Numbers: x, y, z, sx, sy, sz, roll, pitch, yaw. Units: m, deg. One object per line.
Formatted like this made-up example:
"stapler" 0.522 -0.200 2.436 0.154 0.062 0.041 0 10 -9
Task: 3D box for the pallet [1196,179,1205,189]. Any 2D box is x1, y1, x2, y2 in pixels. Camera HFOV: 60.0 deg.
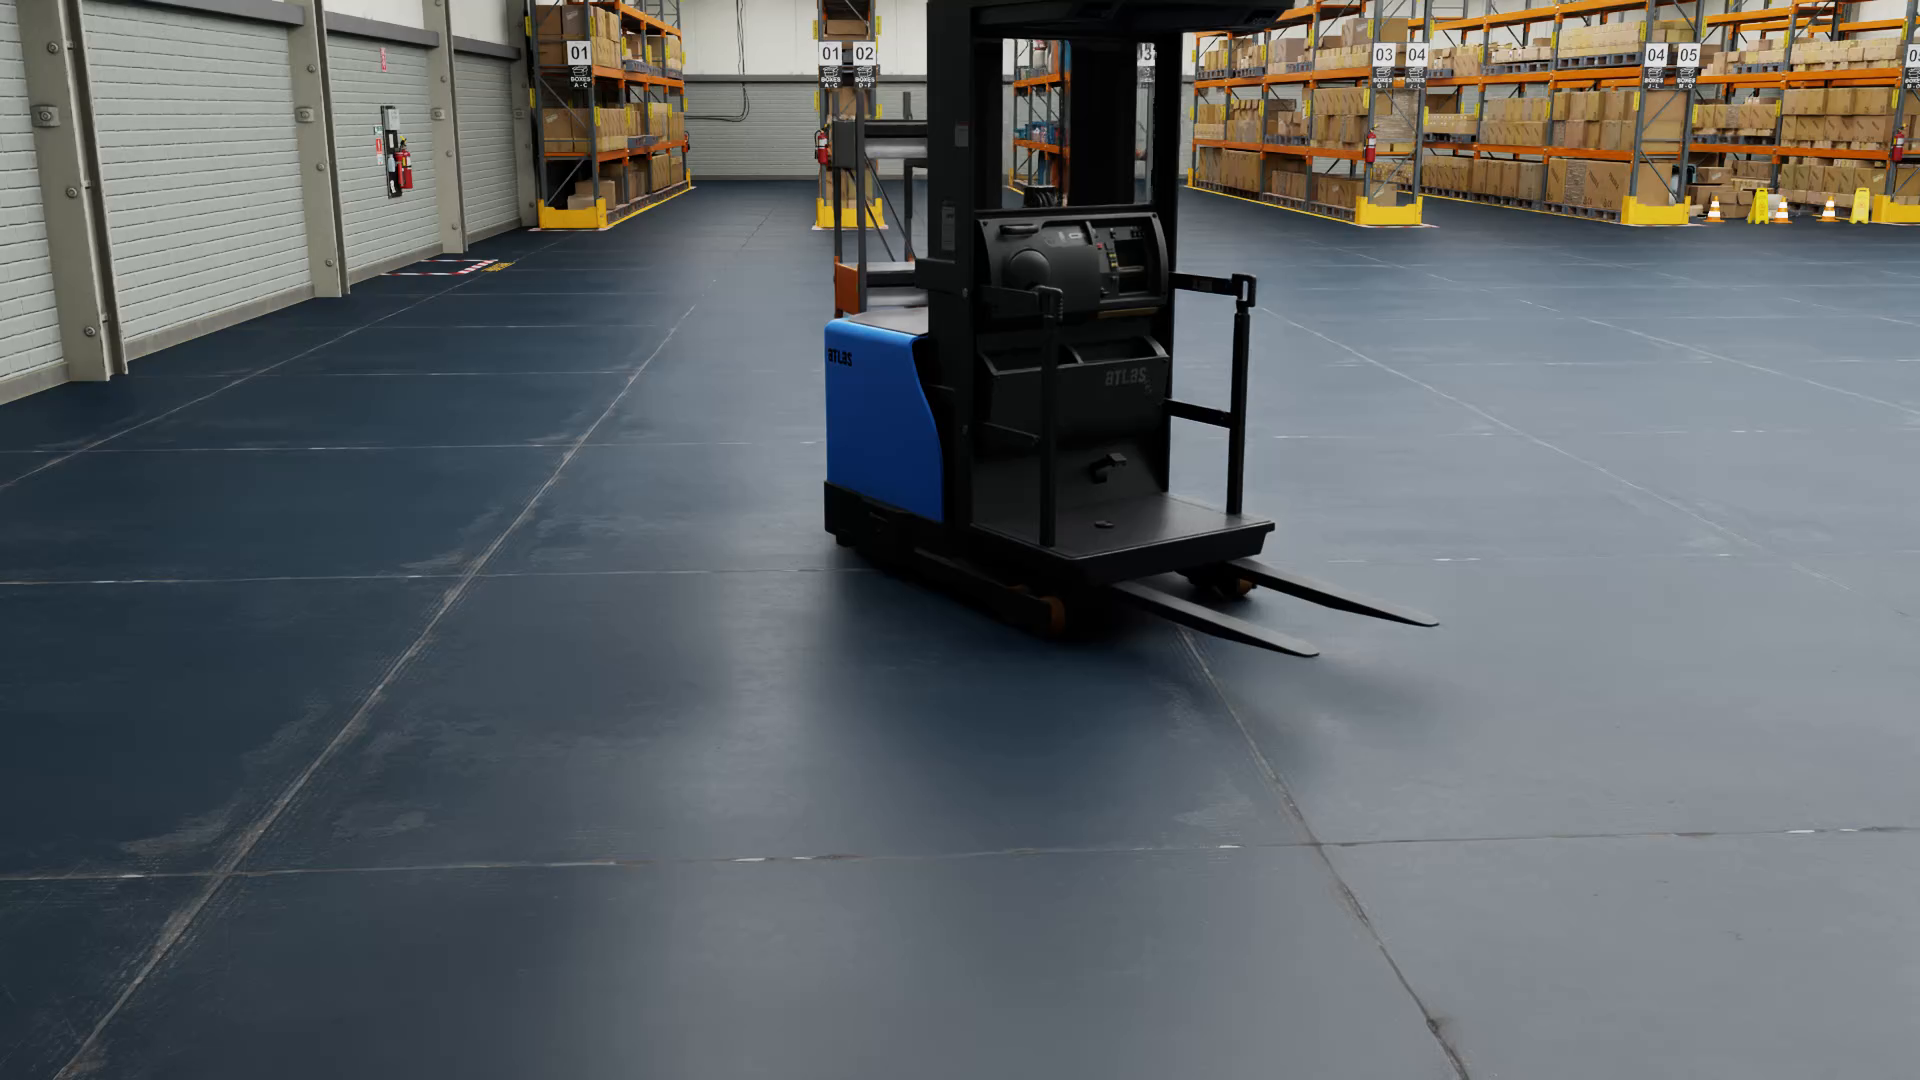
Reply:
"pallet" 7.037 -9.698 45.296 1.003 0.211 1.213 -1 14 -3

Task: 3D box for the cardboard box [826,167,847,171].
"cardboard box" -2.480 -7.101 32.774 0.500 0.500 0.500 -1 14 -3

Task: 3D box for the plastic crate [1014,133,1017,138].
"plastic crate" 1.590 -10.924 44.872 0.250 0.136 0.298 -1 14 -3

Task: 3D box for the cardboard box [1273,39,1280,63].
"cardboard box" 7.205 -10.753 36.575 0.500 0.500 0.500 -1 14 -3

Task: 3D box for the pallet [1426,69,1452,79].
"pallet" 12.046 -11.510 41.097 1.213 0.211 1.003 -1 14 -3

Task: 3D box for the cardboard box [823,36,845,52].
"cardboard box" -2.322 -9.049 30.333 0.500 0.250 0.500 -1 14 -3

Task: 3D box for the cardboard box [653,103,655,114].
"cardboard box" -7.232 -9.843 37.921 0.500 0.250 0.500 -1 14 -4

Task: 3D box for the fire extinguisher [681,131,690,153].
"fire extinguisher" -7.471 -10.844 45.055 0.296 0.674 0.183 -1 14 -3

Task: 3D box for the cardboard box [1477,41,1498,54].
"cardboard box" 12.077 -11.277 38.078 0.396 0.266 0.258 -1 14 -3

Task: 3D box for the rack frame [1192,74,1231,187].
"rack frame" 6.909 -11.246 45.717 1.000 3.000 0.127 -1 14 -3

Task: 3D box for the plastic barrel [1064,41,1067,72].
"plastic barrel" 2.421 -10.167 34.495 0.600 0.901 0.600 0 14 0

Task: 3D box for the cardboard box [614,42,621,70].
"cardboard box" -6.901 -9.421 32.362 0.500 0.500 0.500 0 14 -2

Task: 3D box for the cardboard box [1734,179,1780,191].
"cardboard box" 17.461 -7.655 36.189 0.950 0.372 0.625 0 14 0

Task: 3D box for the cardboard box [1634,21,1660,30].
"cardboard box" 12.498 -9.366 30.250 0.380 0.149 0.250 -1 14 -3

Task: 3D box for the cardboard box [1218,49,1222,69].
"cardboard box" 7.020 -12.332 42.673 0.700 0.500 0.500 0 14 -1

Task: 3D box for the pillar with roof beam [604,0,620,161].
"pillar with roof beam" -4.284 -13.155 41.094 9.100 9.000 0.400 -1 14 -3

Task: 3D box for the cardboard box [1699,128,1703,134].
"cardboard box" 17.114 -9.337 37.957 0.380 0.149 0.250 -2 15 -7

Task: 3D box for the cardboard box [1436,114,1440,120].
"cardboard box" 11.760 -10.246 40.297 0.380 0.149 0.250 0 14 -1

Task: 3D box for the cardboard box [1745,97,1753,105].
"cardboard box" 17.193 -9.475 35.891 0.380 0.149 0.250 -2 15 -6

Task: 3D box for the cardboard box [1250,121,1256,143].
"cardboard box" 7.102 -9.548 38.916 0.500 0.500 0.500 -1 14 -4

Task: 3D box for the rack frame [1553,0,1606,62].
"rack frame" 12.609 -11.219 33.570 1.000 3.000 0.127 -1 14 -3

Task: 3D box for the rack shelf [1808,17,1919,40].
"rack shelf" 22.126 -12.348 40.205 1.077 0.370 4.000 -1 14 -3

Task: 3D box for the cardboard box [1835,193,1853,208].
"cardboard box" 17.449 -6.618 32.403 0.500 0.250 0.500 -1 14 -3

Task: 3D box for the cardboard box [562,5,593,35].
"cardboard box" -6.713 -9.132 29.233 0.500 0.500 0.500 -2 15 -7

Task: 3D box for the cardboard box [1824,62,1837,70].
"cardboard box" 17.310 -9.343 32.803 0.380 0.149 0.250 -1 14 -5

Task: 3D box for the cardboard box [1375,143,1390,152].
"cardboard box" 7.677 -7.213 30.546 0.380 0.149 0.250 -1 14 -3

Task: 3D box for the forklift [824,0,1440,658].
"forklift" 0.599 -1.170 6.693 1.130 2.935 3.031 -10 17 -33

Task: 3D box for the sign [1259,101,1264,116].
"sign" 6.851 -9.808 37.803 0.100 0.325 0.005 -1 14 -3

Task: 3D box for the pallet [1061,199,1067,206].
"pallet" 2.622 -7.030 34.925 1.003 0.211 1.213 -1 14 -3

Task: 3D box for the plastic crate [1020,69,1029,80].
"plastic crate" 1.795 -12.009 42.900 0.437 0.282 0.530 -1 14 -3

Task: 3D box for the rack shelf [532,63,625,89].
"rack shelf" -7.055 -8.640 31.009 1.077 0.370 4.000 -1 14 -3

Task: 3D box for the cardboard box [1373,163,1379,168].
"cardboard box" 11.559 -10.273 45.619 0.380 0.149 0.250 -2 15 -6

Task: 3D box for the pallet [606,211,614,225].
"pallet" -6.951 -5.909 30.568 1.003 0.211 1.213 -1 14 -3

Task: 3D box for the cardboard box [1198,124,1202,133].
"cardboard box" 6.708 -11.065 44.716 0.500 0.250 0.500 -1 14 -4

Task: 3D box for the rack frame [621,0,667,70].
"rack frame" -7.674 -12.928 40.211 1.000 3.000 0.127 -1 14 -3

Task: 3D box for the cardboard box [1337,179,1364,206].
"cardboard box" 7.797 -6.859 32.839 0.500 0.500 0.500 -2 15 -8

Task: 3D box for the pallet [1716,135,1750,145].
"pallet" 17.459 -8.825 36.692 1.003 0.211 1.213 -1 14 -3

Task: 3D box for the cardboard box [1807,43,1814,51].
"cardboard box" 17.290 -9.919 33.441 0.380 0.149 0.250 -1 14 -5

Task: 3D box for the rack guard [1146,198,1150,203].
"rack guard" 2.905 -5.998 30.336 1.175 0.500 0.348 -1 14 -3

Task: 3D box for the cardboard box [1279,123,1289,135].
"cardboard box" 7.279 -8.967 36.317 0.500 0.250 0.500 -1 14 -5

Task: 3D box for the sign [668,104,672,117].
"sign" -7.133 -10.555 40.867 0.100 0.325 0.005 -1 14 -3

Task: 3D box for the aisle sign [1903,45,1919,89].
"aisle sign" 17.506 -8.659 30.445 0.394 0.787 0.004 -1 14 -3

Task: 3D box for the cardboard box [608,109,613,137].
"cardboard box" -6.707 -7.713 30.740 0.500 0.500 0.500 -1 14 -5

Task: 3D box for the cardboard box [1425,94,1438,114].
"cardboard box" 11.815 -11.093 42.315 0.500 0.500 0.500 -1 14 -5

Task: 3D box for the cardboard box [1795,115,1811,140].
"cardboard box" 17.347 -8.369 33.737 0.500 0.500 0.500 -1 14 -4

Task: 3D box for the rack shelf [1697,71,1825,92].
"rack shelf" 17.420 -10.017 36.362 1.077 0.370 4.000 -1 14 -3

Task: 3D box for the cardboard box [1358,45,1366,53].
"cardboard box" 7.546 -9.038 30.613 0.380 0.149 0.250 -2 15 -6

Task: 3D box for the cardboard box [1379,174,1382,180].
"cardboard box" 11.677 -9.922 45.446 0.380 0.149 0.250 -1 14 -4

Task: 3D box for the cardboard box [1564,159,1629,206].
"cardboard box" 12.638 -7.106 33.047 0.875 0.875 0.875 -1 14 -3

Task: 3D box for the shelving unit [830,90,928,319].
"shelving unit" -0.366 -1.154 8.299 0.431 2.100 0.503 -5 15 -17

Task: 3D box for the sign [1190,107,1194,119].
"sign" 6.355 -11.697 45.572 0.100 0.325 0.005 -1 14 -3

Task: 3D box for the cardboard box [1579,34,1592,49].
"cardboard box" 12.425 -9.713 32.396 0.500 0.250 0.500 -1 14 -4

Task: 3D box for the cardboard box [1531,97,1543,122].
"cardboard box" 12.539 -9.097 35.157 0.700 0.500 0.500 -1 14 -4
